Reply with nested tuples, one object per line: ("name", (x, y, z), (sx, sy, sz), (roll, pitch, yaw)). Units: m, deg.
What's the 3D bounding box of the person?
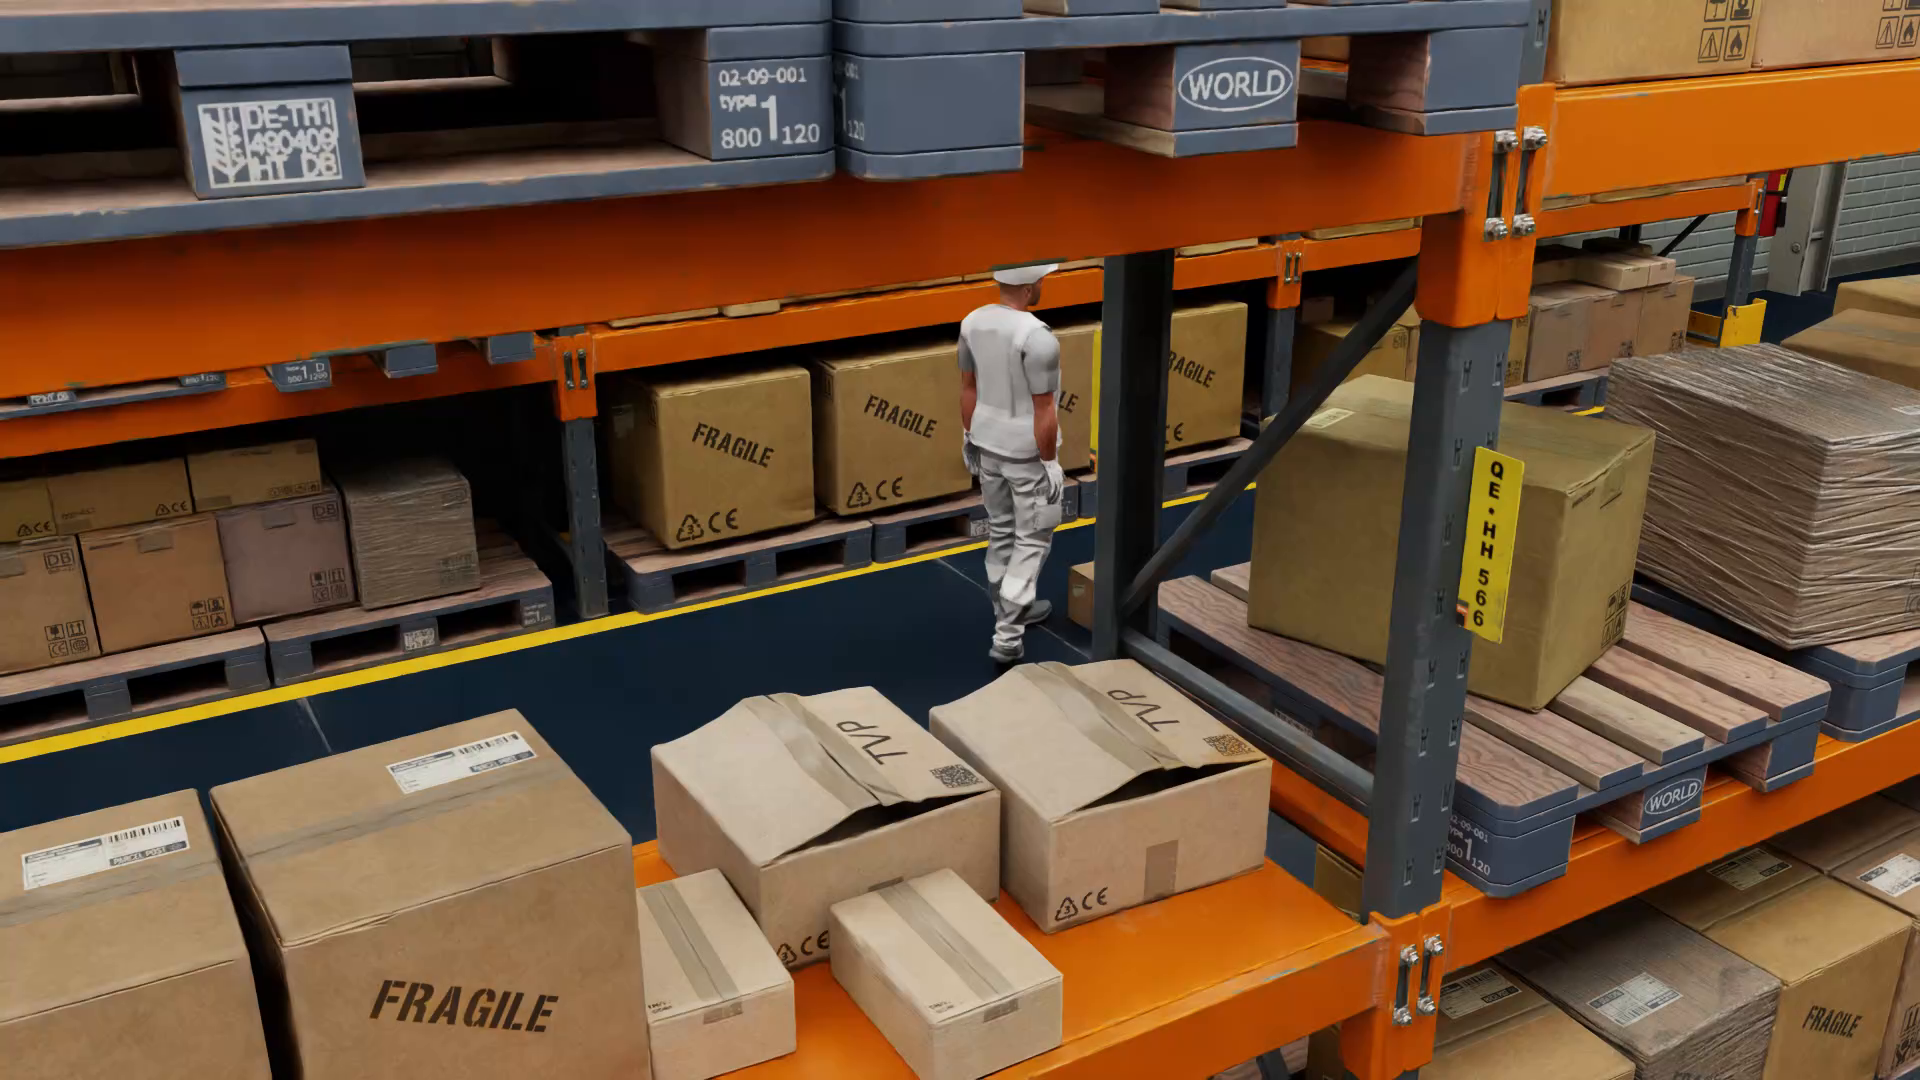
("person", (0.252, -0.381, 7.004), (0.619, 1.793, 0.558), (-20, 29, -40))
